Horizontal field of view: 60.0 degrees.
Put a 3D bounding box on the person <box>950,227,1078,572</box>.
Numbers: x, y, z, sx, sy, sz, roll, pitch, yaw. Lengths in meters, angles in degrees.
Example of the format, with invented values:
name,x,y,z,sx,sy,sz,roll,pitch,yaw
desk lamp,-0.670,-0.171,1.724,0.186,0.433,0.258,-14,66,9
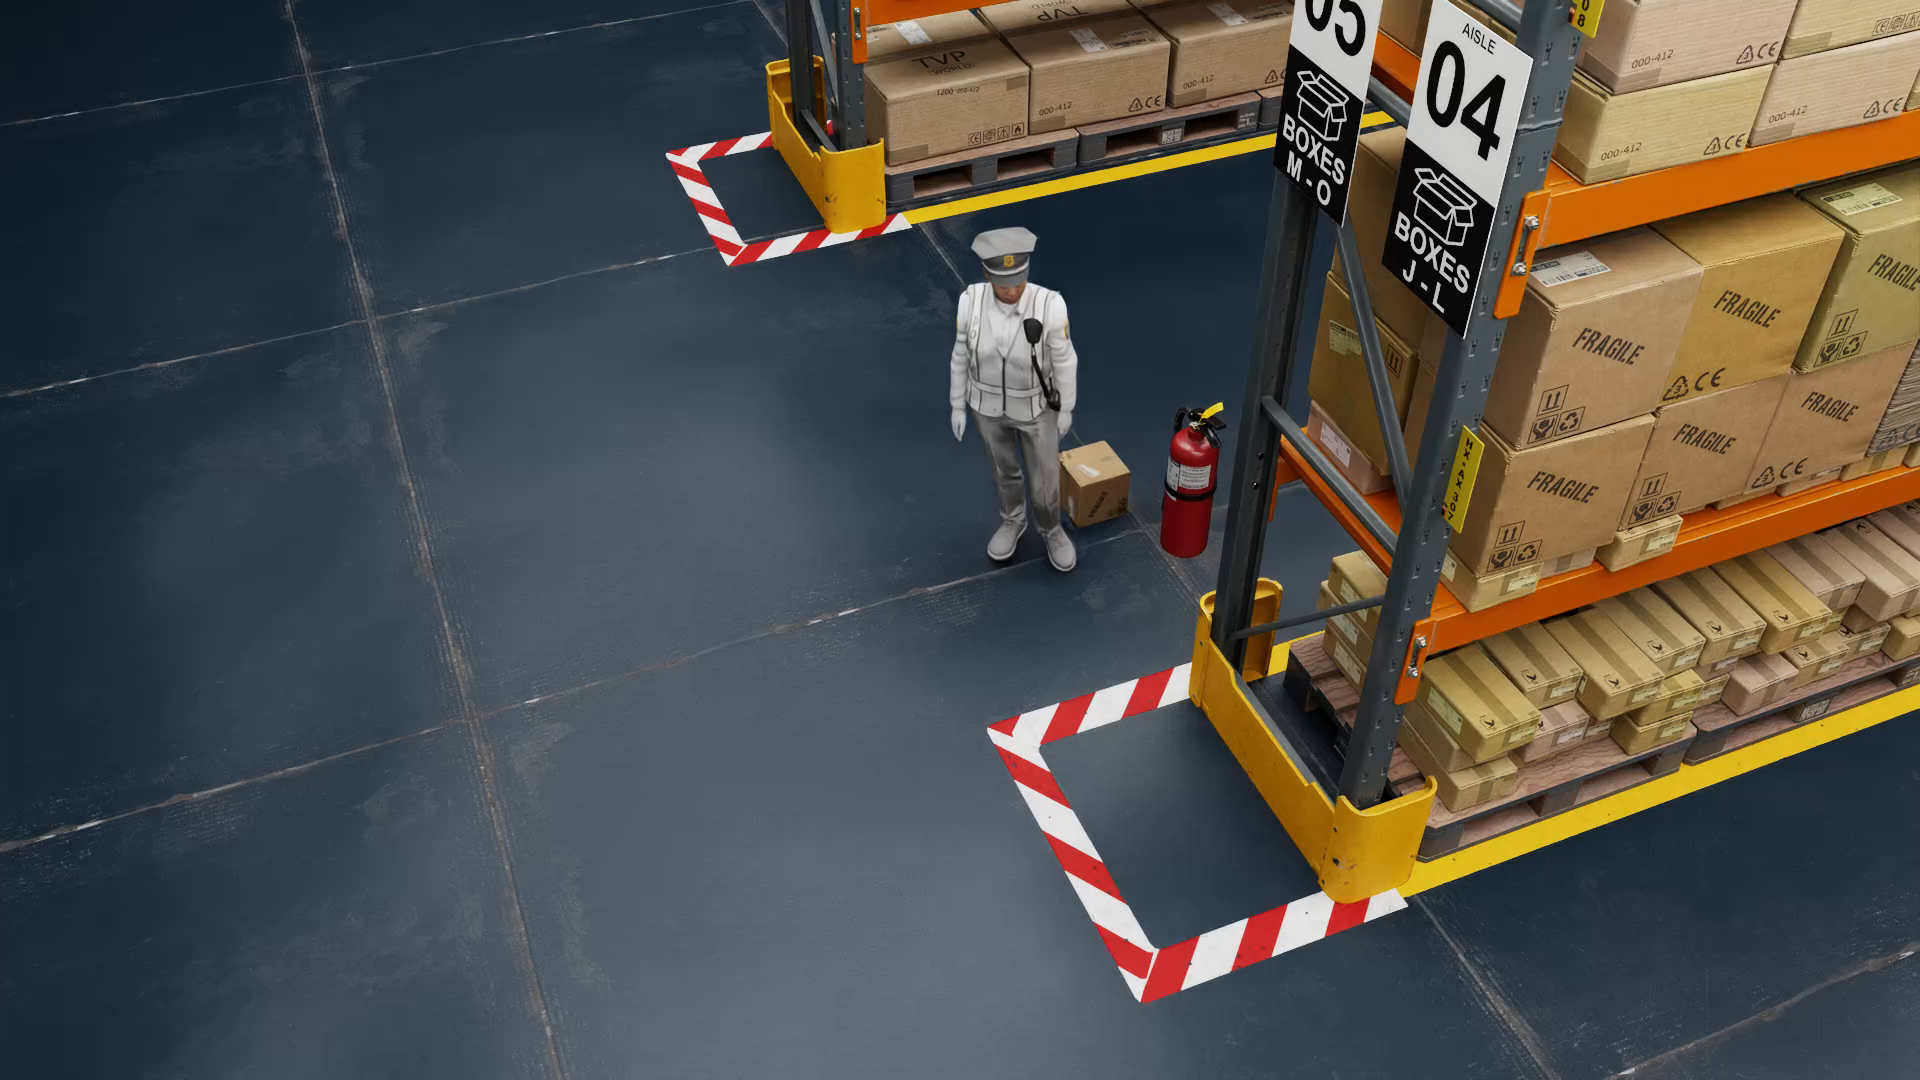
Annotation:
name,x,y,z,sx,sy,sz,roll,pitch,yaw
person,0.238,-0.548,6.743,0.549,1.659,0.418,11,43,12
